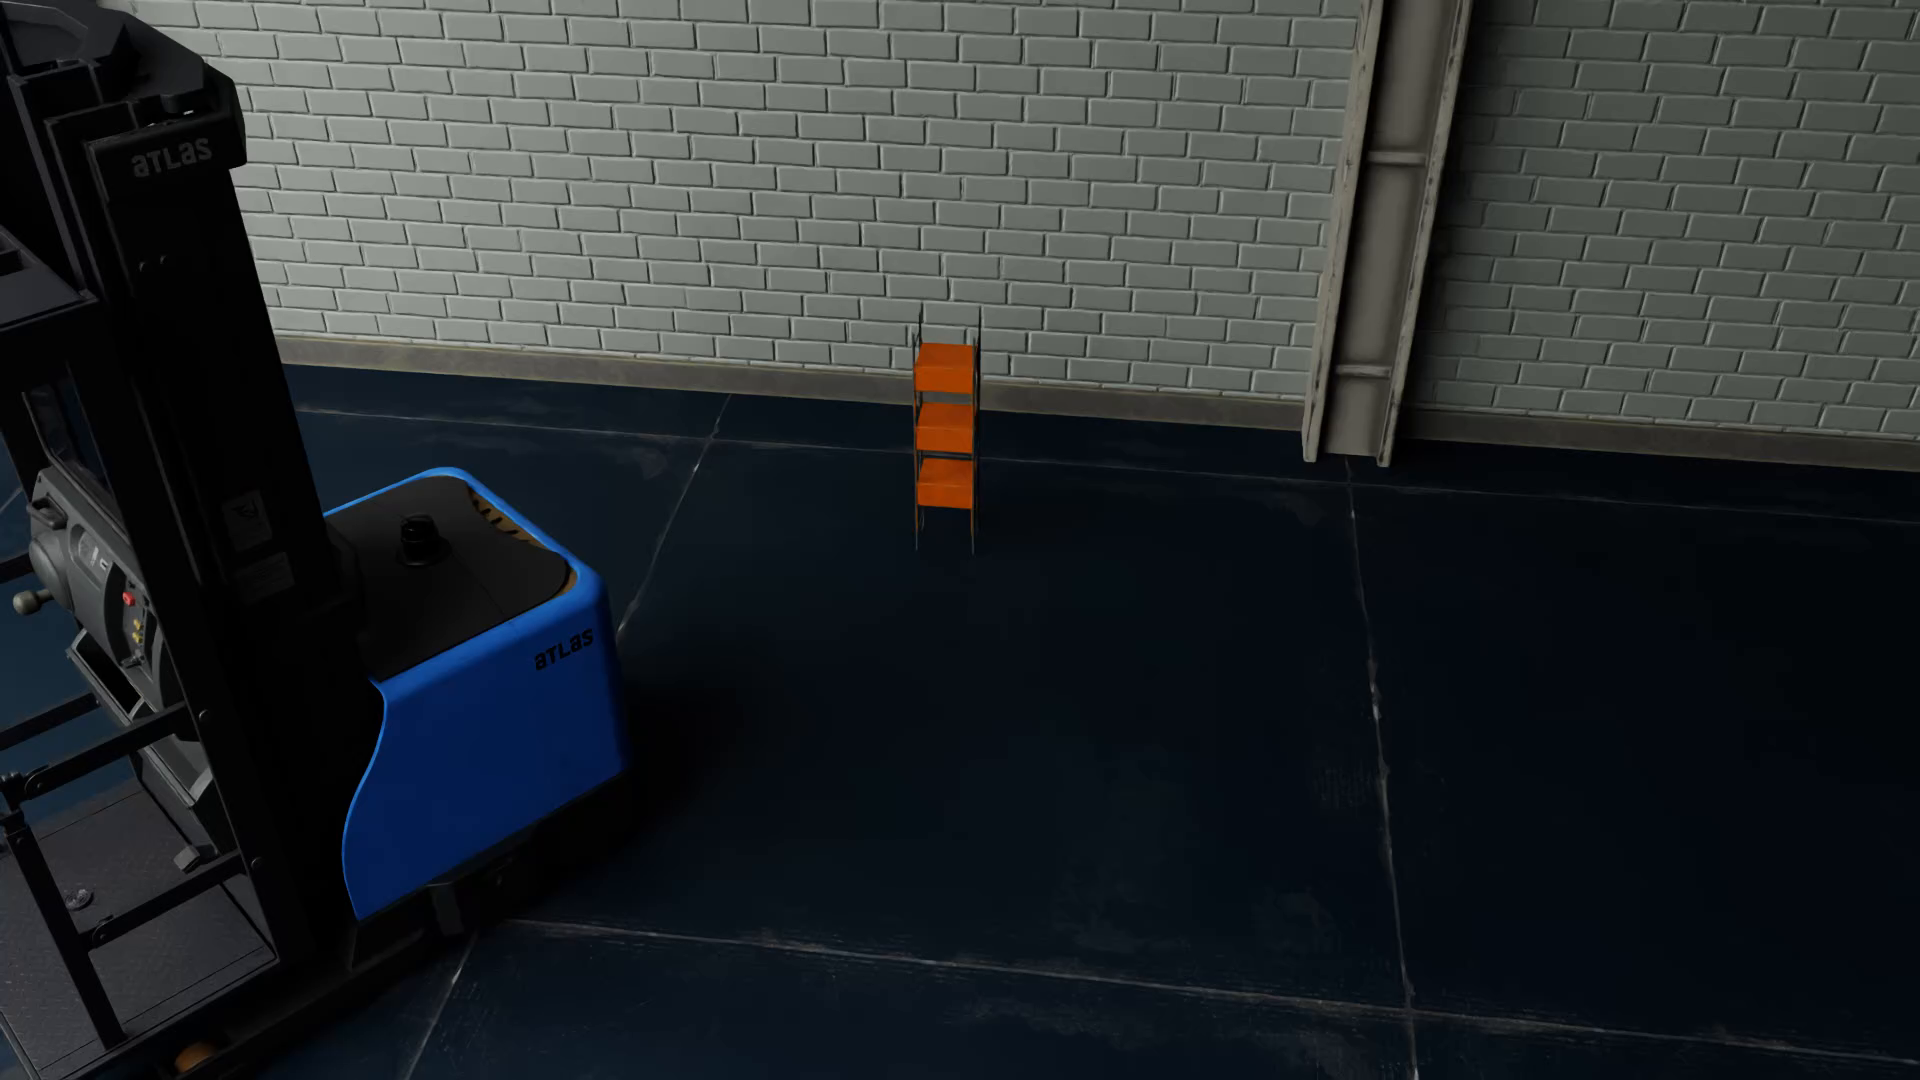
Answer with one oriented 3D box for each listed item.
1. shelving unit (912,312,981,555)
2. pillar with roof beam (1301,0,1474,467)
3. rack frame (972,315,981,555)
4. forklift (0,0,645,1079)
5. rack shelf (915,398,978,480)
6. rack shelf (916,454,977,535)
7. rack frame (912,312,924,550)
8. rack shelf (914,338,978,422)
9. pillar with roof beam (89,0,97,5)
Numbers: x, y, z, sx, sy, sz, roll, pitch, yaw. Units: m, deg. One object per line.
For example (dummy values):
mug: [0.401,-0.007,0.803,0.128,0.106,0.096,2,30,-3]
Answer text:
shelving unit: [-0.053,-0.431,6.951,0.252,1.050,0.215,4,36,6]
pillar with roof beam: [1.274,-1.623,1.777,0.400,9.000,9.100,4,36,6]
rack frame: [0.068,-0.422,6.938,0.008,1.050,0.200,4,36,6]
forklift: [-2.518,0.192,4.458,3.031,2.935,1.130,-29,45,-34]
rack shelf: [-0.053,-0.423,6.957,0.240,0.259,0.215,4,36,6]
rack shelf: [-0.053,-0.196,7.118,0.240,0.259,0.215,4,36,6]
rack frame: [-0.174,-0.440,6.963,0.008,1.050,0.200,4,36,6]
rack shelf: [-0.053,-0.654,6.792,0.240,0.259,0.215,4,36,6]
pillar with roof beam: [-4.677,-2.067,2.399,0.400,9.000,9.100,4,36,6]
